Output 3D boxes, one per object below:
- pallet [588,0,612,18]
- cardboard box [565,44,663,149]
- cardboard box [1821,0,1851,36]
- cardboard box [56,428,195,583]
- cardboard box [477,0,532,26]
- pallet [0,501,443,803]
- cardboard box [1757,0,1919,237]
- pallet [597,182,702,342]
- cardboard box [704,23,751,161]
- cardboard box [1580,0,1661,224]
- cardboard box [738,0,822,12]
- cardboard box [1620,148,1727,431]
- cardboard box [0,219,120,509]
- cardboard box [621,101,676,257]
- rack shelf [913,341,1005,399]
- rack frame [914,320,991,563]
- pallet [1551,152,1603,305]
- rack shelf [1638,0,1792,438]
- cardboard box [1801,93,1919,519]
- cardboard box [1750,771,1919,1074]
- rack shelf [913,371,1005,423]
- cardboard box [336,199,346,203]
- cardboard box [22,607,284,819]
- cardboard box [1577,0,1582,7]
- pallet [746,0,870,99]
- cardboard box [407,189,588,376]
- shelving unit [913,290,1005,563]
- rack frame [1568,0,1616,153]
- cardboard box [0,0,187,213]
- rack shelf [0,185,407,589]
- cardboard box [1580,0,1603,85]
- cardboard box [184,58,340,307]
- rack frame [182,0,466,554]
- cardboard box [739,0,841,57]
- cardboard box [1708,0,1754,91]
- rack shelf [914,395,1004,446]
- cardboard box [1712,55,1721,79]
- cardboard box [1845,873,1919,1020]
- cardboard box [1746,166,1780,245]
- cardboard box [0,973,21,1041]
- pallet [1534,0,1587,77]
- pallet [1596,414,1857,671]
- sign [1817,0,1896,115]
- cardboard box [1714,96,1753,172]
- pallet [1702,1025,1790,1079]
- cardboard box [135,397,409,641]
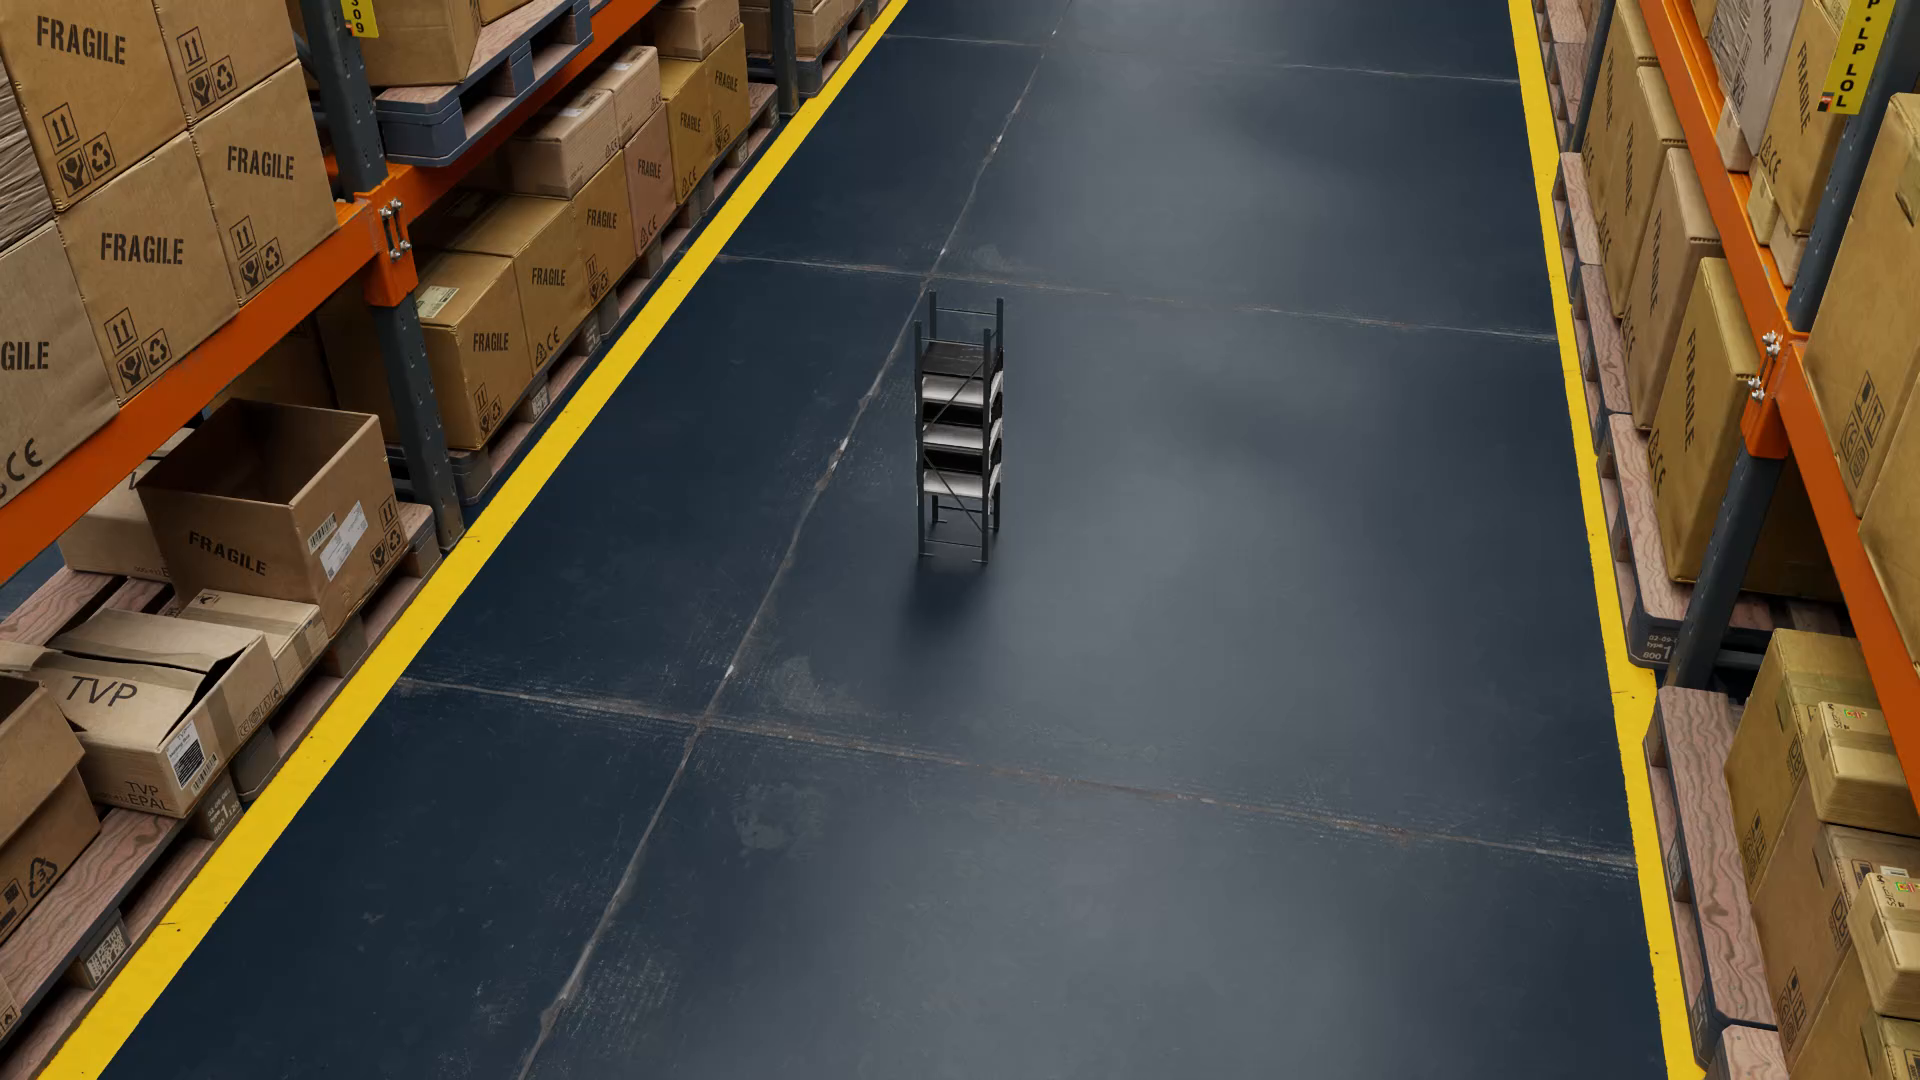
[{"bbox_3d":[-1.776,-2.367,6.623,1.003,0.211,1.213,7,37,10],"label":"pallet"},{"bbox_3d":[-1.558,-1.844,6.854,0.500,0.250,0.500,7,36,9],"label":"cardboard box"},{"bbox_3d":[2.471,-1.420,4.159,0.500,0.250,0.500,8,37,11],"label":"cardboard box"},{"bbox_3d":[-2.520,-0.142,5.307,0.500,0.311,0.500,7,37,10],"label":"cardboard box"},{"bbox_3d":[-1.814,-2.123,5.680,0.700,0.500,0.500,13,38,17],"label":"cardboard box"},{"bbox_3d":[-2.367,0.256,5.217,1.003,0.211,1.213,7,37,10],"label":"pallet"},{"bbox_3d":[2.473,-1.113,4.374,0.500,0.500,0.500,7,36,9],"label":"cardboard box"},{"bbox_3d":[-1.824,-1.310,7.378,1.003,0.211,1.213,7,37,10],"label":"pallet"},{"bbox_3d":[-1.335,-2.160,7.930,0.500,0.500,0.500,9,37,12],"label":"cardboard box"},{"bbox_3d":[3.190,-1.835,7.200,0.750,0.750,0.750,7,36,9],"label":"cardboard box"},{"bbox_3d":[-0.966,-3.107,8.988,0.500,0.311,0.500,9,37,12],"label":"cardboard box"},{"bbox_3d":[2.820,-0.846,5.836,0.750,0.750,0.750,8,37,11],"label":"cardboard box"},{"bbox_3d":[-2.291,-0.398,3.658,0.500,0.500,0.500,8,37,11],"label":"cardboard box"},{"bbox_3d":[-1.552,-1.562,7.104,0.500,0.500,0.500,6,36,8],"label":"cardboard box"},{"bbox_3d":[-0.002,-0.551,5.341,0.258,0.077,0.200,7,37,10],"label":"rack shelf"},{"bbox_3d":[-0.023,-0.301,5.399,0.240,0.900,0.006,7,37,10],"label":"rack frame"},{"bbox_3d":[3.233,-1.369,7.459,1.003,0.211,1.213,7,37,10],"label":"pallet"},{"bbox_3d":[3.048,-1.503,5.881,1.077,0.370,4.000,7,37,10],"label":"rack shelf"},{"bbox_3d":[2.489,-0.460,3.573,0.980,0.700,0.700,8,37,11],"label":"cardboard box"},{"bbox_3d":[2.251,0.898,3.727,0.700,0.500,0.500,7,37,9],"label":"cardboard box"},{"bbox_3d":[-0.002,-0.478,5.393,0.258,0.077,0.200,7,37,10],"label":"rack shelf"},{"bbox_3d":[-2.280,-1.034,6.375,0.500,0.500,0.500,7,37,10],"label":"cardboard box"},{"bbox_3d":[-2.224,0.436,4.508,0.500,0.311,0.500,7,37,10],"label":"cardboard box"},{"bbox_3d":[3.979,-3.386,9.621,0.700,0.500,0.500,8,37,10],"label":"cardboard box"},{"bbox_3d":[-1.151,-2.898,9.568,1.003,0.211,1.213,7,37,10],"label":"pallet"},{"bbox_3d":[-1.775,-0.986,6.310,0.500,0.500,0.500,8,37,11],"label":"cardboard box"},{"bbox_3d":[-0.002,-0.360,5.480,0.258,0.900,0.210,7,37,10],"label":"shelving unit"},{"bbox_3d":[3.475,-2.941,7.252,1.000,3.000,0.127,7,37,10],"label":"rack frame"},{"bbox_3d":[-2.181,-1.095,3.768,0.500,0.500,0.500,7,36,9],"label":"cardboard box"},{"bbox_3d":[-2.646,0.171,3.571,1.077,0.370,4.000,7,37,10],"label":"rack shelf"},{"bbox_3d":[3.578,-2.526,8.435,0.700,0.500,0.500,8,37,11],"label":"cardboard box"},{"bbox_3d":[-2.075,-0.988,4.472,0.500,0.500,0.500,8,37,11],"label":"cardboard box"},{"bbox_3d":[-2.219,-1.267,4.941,1.000,3.000,0.127,7,37,10],"label":"rack frame"},{"bbox_3d":[-0.966,-2.880,9.153,0.500,0.250,0.500,7,37,10],"label":"cardboard box"},{"bbox_3d":[2.688,-1.694,5.175,0.500,0.500,0.500,7,37,10],"label":"cardboard box"},{"bbox_3d":[-0.002,-0.406,5.446,0.258,0.077,0.200,7,37,10],"label":"rack shelf"},{"bbox_3d":[2.799,-1.657,5.677,0.380,0.149,0.250,8,37,11],"label":"cardboard box"},{"bbox_3d":[1.998,0.820,3.282,0.380,0.149,0.250,6,36,9],"label":"cardboard box"},{"bbox_3d":[2.448,-0.931,4.676,0.380,0.149,0.250,8,37,11],"label":"cardboard box"},{"bbox_3d":[-2.467,1.112,3.627,0.500,0.250,0.500,7,37,10],"label":"cardboard box"},{"bbox_3d":[3.907,-2.957,9.650,1.003,0.211,1.213,7,37,10],"label":"pallet"},{"bbox_3d":[2.712,0.030,5.529,1.003,0.211,1.213,7,37,10],"label":"pallet"},{"bbox_3d":[2.089,-1.147,3.857,0.100,0.325,0.005,7,37,10],"label":"sign"},{"bbox_3d":[2.546,-1.233,5.092,0.380,0.149,0.250,7,37,10],"label":"cardboard box"},{"bbox_3d":[2.124,1.609,3.350,1.003,0.211,1.213,7,37,10],"label":"pallet"},{"bbox_3d":[-2.064,-0.070,5.046,0.500,0.500,0.500,7,37,10],"label":"cardboard box"}]
